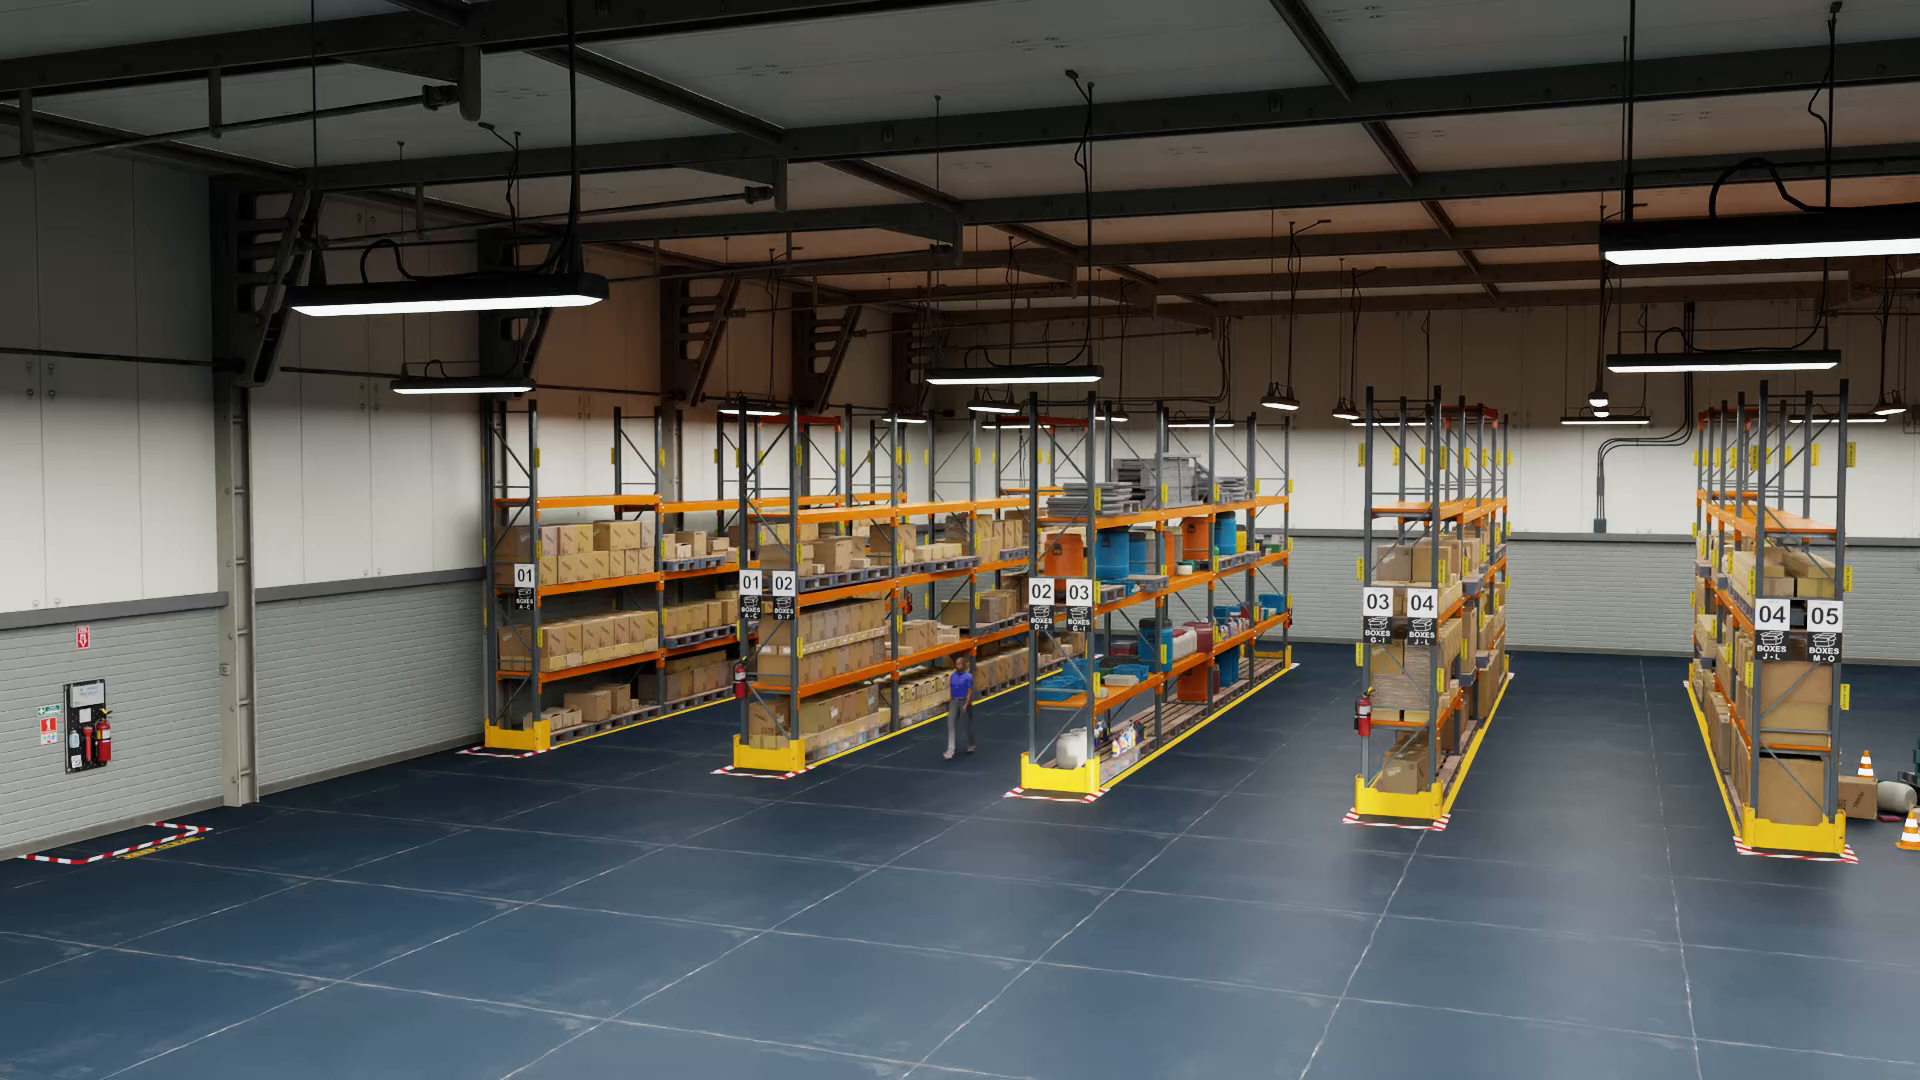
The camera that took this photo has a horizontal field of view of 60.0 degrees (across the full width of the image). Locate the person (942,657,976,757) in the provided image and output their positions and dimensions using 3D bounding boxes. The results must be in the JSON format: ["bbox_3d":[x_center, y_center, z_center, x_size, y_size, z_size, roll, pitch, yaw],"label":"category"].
[{"bbox_3d":[-0.001,2.799,27.984,0.468,1.636,0.837,1,3,26],"label":"person"}]
